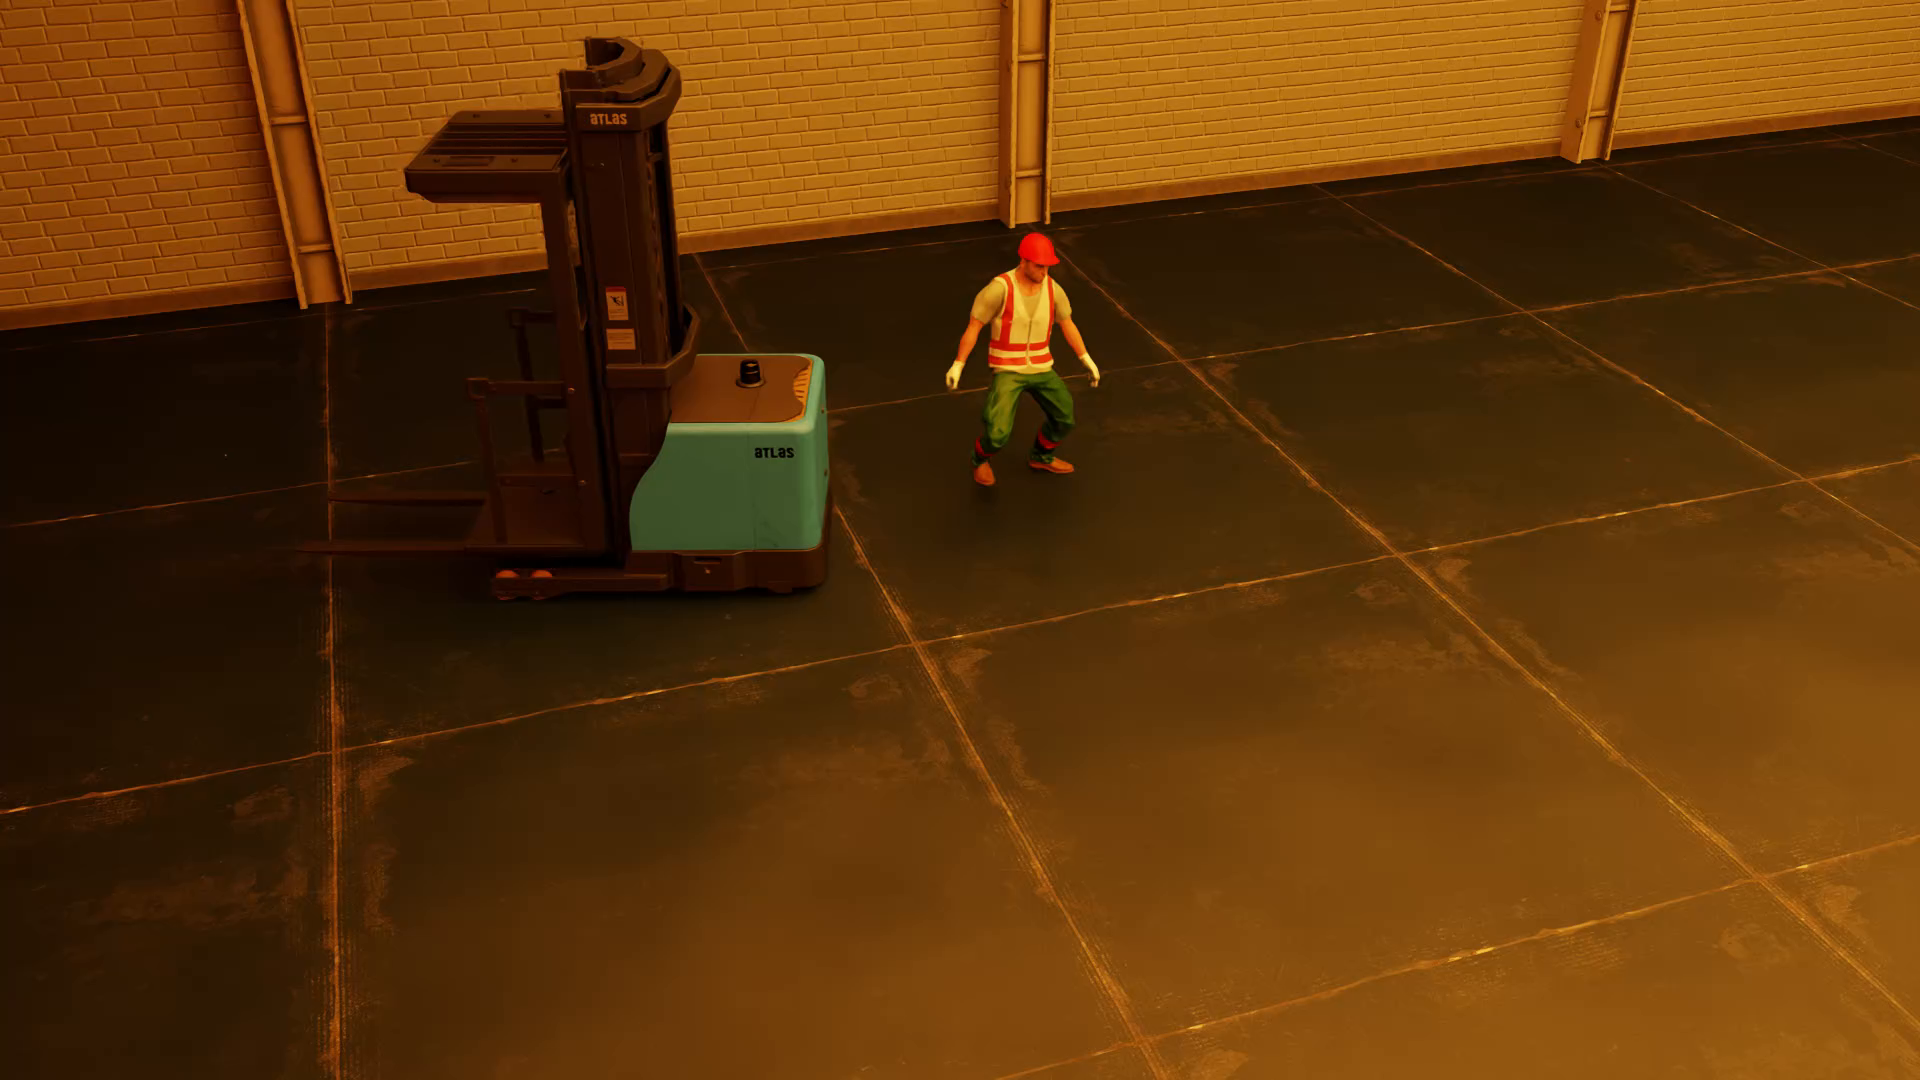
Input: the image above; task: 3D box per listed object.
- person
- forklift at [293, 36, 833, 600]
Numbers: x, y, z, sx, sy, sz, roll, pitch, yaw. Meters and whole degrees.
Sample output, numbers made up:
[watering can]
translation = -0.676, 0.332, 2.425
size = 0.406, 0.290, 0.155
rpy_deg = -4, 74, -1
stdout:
[person]
translation = 0.385, -1.065, 10.203
size = 0.949, 1.679, 0.553
rpy_deg = -10, 31, -17
[forklift]
translation = -2.293, -1.195, 9.164
size = 3.031, 2.935, 1.130
rpy_deg = 0, 30, 0
